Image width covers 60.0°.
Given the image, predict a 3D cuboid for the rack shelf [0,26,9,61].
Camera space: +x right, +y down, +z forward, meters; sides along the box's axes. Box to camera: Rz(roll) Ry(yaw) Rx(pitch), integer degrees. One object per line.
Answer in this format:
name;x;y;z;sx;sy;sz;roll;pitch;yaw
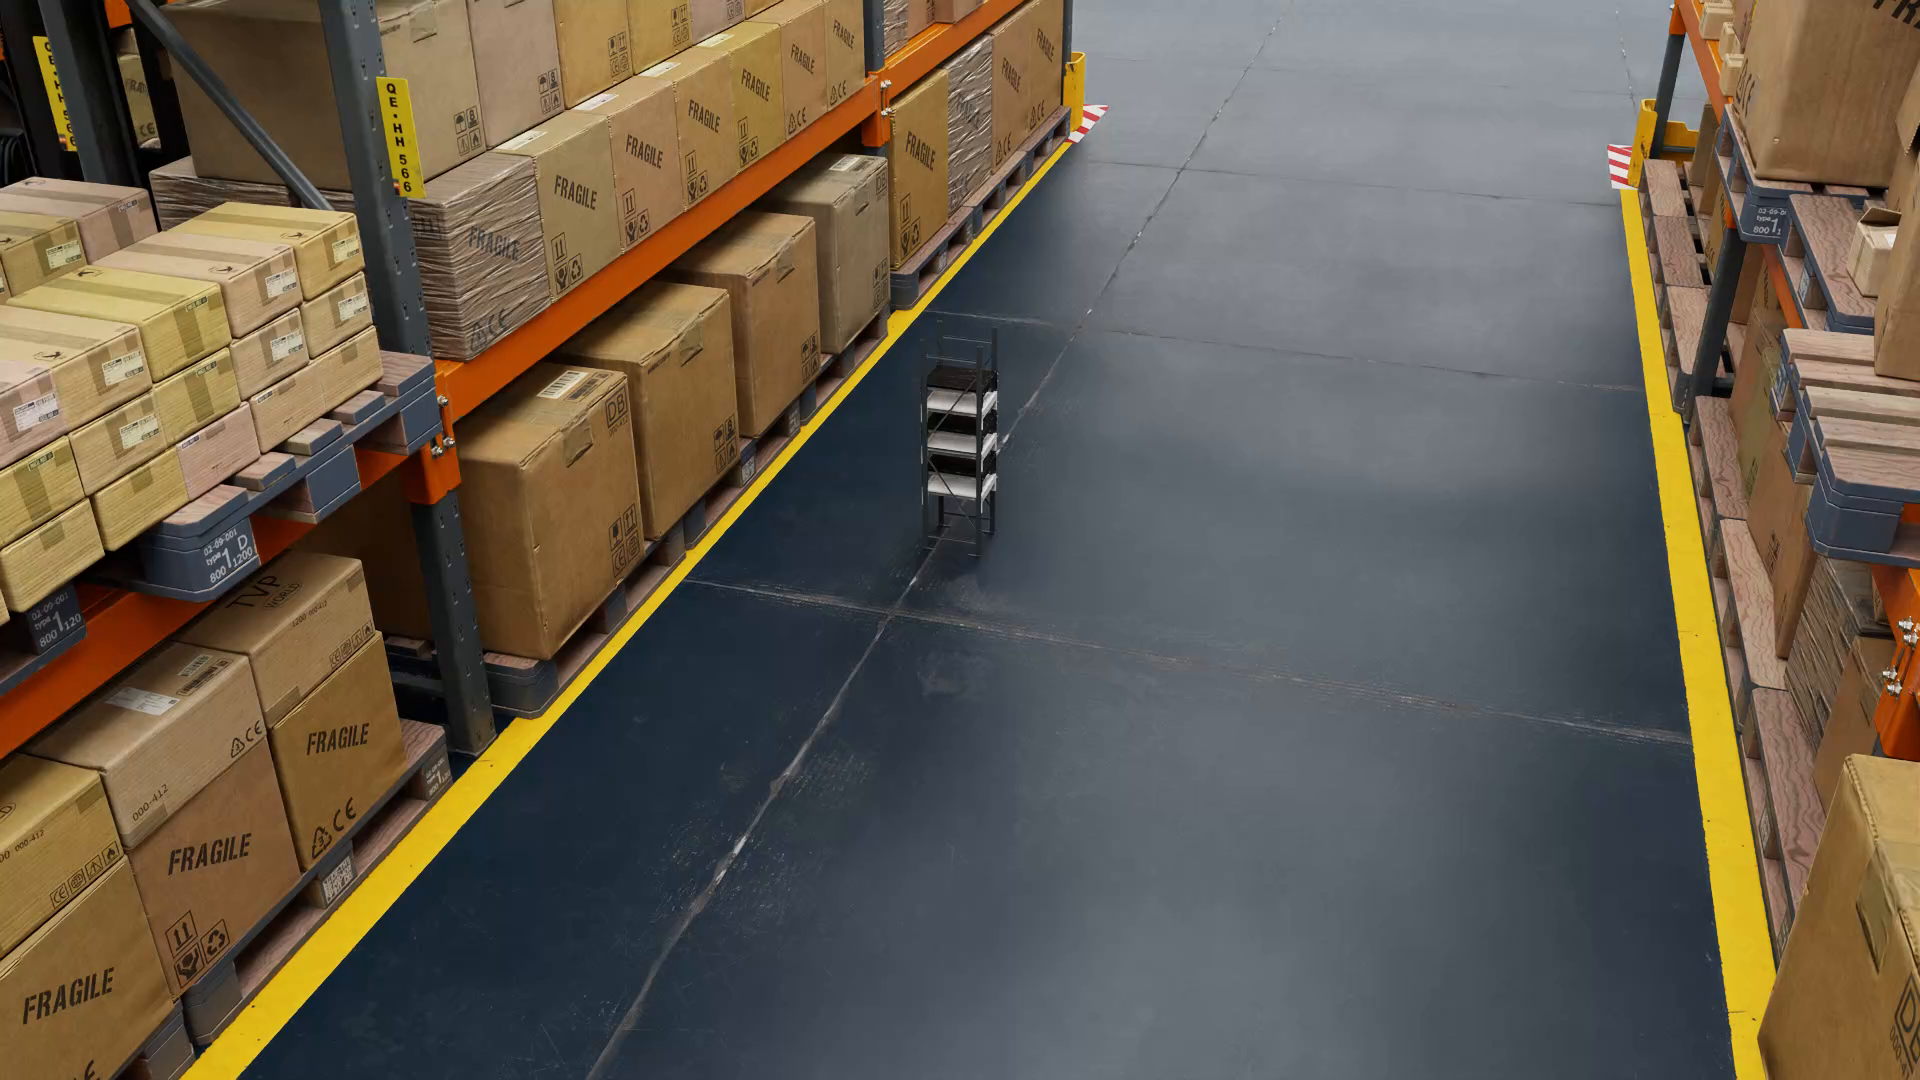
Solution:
rack shelf;-6.216;-1.965;7.937;1.077;0.370;4.000;8;30;15

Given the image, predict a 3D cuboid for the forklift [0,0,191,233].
forklift;-3.190;-1.458;6.356;1.130;2.935;3.031;9;30;15

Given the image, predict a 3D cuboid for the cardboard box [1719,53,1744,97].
cardboard box;3.807;-2.182;7.845;0.380;0.149;0.250;8;30;15

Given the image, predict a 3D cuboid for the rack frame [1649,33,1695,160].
rack frame;5.019;-3.654;10.233;1.000;3.000;0.127;8;30;15

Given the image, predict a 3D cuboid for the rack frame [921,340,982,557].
rack frame;-0.032;-0.342;6.440;0.240;0.900;0.006;8;30;15

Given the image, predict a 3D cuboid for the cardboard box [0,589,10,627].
cardboard box;-2.128;0.126;3.265;0.380;0.149;0.250;9;30;16

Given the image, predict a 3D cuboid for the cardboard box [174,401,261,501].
cardboard box;-1.896;-0.235;3.913;0.380;0.149;0.250;9;30;16

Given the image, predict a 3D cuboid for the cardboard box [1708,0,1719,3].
cardboard box;4.394;-2.984;9.287;0.380;0.149;0.250;8;30;15

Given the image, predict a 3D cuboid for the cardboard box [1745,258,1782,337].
cardboard box;4.001;-1.066;7.721;0.500;0.500;0.500;8;30;13

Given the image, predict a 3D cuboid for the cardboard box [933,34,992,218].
cardboard box;-0.354;-2.507;9.924;0.875;0.875;0.875;9;30;15

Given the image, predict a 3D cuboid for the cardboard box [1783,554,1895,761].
cardboard box;2.999;0.390;5.082;0.700;0.500;0.500;6;30;11

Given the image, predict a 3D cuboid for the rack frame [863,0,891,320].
rack frame;-0.867;-2.550;8.248;1.000;3.000;0.127;8;30;15

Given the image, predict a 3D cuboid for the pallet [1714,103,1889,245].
pallet;3.482;-1.377;6.337;1.003;0.211;1.213;8;30;15

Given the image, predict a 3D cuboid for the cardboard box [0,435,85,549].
cardboard box;-2.051;-0.122;3.403;0.380;0.149;0.250;8;30;15

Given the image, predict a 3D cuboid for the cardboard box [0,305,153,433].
cardboard box;-1.974;-0.369;3.542;0.380;0.149;0.250;9;30;16

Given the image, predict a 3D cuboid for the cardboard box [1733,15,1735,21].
cardboard box;4.228;-2.627;8.646;0.380;0.149;0.250;8;30;15

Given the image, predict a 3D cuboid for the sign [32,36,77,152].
sign;-2.573;-1.275;4.765;0.100;0.325;0.005;8;30;15

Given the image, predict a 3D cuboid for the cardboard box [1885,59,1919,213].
cardboard box;3.424;-1.205;5.292;0.797;0.503;0.637;12;31;20

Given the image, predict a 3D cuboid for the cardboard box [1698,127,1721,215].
cardboard box;4.677;-2.175;9.713;0.500;0.500;0.500;17;33;28

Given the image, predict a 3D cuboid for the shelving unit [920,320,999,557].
shelving unit;-0.002;-0.389;6.524;0.258;0.900;0.210;8;30;15

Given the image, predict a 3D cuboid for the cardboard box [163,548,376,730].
cardboard box;-1.991;0.245;4.591;0.500;0.250;0.500;8;30;14

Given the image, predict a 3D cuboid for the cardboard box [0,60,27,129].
cardboard box;-5.711;-2.832;10.380;0.500;0.500;0.500;8;30;14

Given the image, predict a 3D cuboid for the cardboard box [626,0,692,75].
cardboard box;-1.454;-2.090;6.291;0.700;0.500;0.500;8;30;14

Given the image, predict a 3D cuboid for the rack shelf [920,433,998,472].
rack shelf;-0.002;-0.360;6.541;0.258;0.077;0.200;8;30;15

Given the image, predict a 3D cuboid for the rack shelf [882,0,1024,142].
rack shelf;-0.280;-3.165;10.094;1.077;0.370;4.000;8;30;15

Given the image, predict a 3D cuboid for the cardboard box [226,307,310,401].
cardboard box;-1.827;-0.476;4.040;0.380;0.149;0.250;10;31;17

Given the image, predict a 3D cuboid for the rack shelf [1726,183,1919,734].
rack shelf;3.258;-0.551;5.395;1.077;0.370;4.000;8;30;15

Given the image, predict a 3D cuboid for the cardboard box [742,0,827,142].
cardboard box;-0.913;-2.078;7.297;0.500;0.500;0.500;8;30;14

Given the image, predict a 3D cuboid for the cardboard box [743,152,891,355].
cardboard box;-0.963;-1.449;8.151;1.050;0.750;0.750;8;30;15

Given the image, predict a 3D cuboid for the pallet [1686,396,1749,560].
pallet;3.618;-0.214;6.918;1.003;0.211;1.213;8;30;15

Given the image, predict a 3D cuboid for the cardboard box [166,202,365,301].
cardboard box;-1.747;-0.731;4.194;0.380;0.149;0.250;7;30;13

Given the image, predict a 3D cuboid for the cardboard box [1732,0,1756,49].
cardboard box;4.267;-2.643;8.007;0.875;0.500;0.500;8;30;15

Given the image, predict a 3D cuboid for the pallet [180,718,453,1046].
pallet;-2.272;0.891;4.932;1.003;0.211;1.213;8;30;15

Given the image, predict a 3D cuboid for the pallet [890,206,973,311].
pallet;-0.569;-1.673;9.541;1.003;0.211;1.213;8;30;15

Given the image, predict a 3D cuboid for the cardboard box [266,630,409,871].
cardboard box;-1.984;0.561;4.795;0.500;0.500;0.500;8;30;15

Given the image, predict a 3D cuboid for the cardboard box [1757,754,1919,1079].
cardboard box;2.448;1.127;3.393;1.225;0.875;0.875;7;30;13

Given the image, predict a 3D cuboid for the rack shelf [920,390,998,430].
rack shelf;-0.002;-0.518;6.453;0.258;0.077;0.200;8;30;15

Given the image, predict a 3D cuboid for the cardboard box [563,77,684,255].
cardboard box;-1.356;-1.376;6.035;0.500;0.500;0.500;8;30;15

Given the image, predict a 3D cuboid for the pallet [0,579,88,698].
pallet;-2.583;0.319;3.289;1.003;0.211;1.213;8;30;15

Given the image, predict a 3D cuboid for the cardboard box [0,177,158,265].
cardboard box;-2.363;-0.835;4.381;0.380;0.149;0.250;9;30;15

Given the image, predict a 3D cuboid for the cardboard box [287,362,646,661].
cardboard box;-1.776;-0.161;5.837;1.050;0.750;0.750;8;30;14

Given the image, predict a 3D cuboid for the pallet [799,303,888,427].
pallet;-1.021;-0.962;8.262;1.003;0.211;1.213;8;30;15

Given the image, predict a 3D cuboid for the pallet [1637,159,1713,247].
pallet;4.724;-2.028;10.178;1.003;0.211;1.213;8;30;15

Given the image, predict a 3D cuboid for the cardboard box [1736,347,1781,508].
cardboard box;3.486;-0.394;6.491;0.700;0.500;0.500;8;30;15

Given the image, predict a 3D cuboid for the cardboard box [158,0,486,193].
cardboard box;-1.900;-1.379;5.012;0.700;0.500;0.500;8;30;15

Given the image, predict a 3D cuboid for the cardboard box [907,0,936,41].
cardboard box;-0.630;-3.047;8.988;0.875;0.550;0.550;8;30;15
